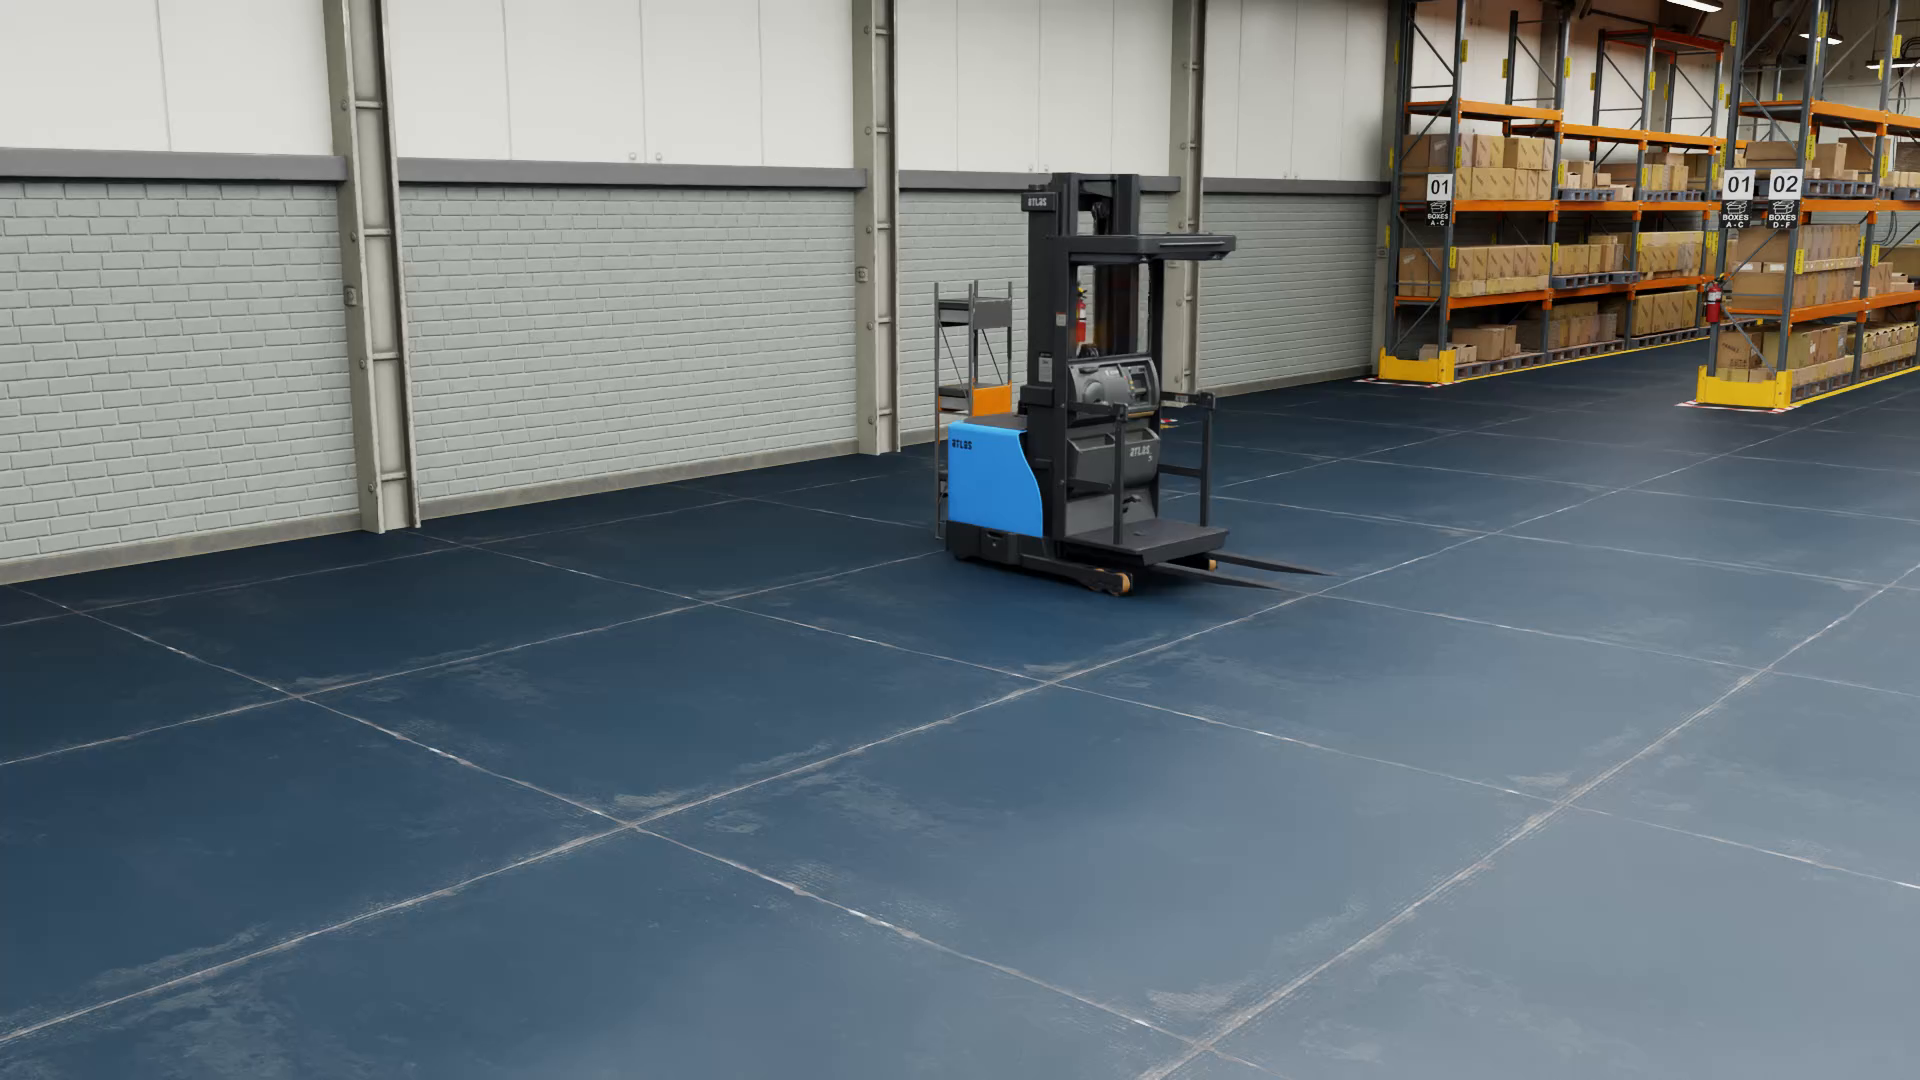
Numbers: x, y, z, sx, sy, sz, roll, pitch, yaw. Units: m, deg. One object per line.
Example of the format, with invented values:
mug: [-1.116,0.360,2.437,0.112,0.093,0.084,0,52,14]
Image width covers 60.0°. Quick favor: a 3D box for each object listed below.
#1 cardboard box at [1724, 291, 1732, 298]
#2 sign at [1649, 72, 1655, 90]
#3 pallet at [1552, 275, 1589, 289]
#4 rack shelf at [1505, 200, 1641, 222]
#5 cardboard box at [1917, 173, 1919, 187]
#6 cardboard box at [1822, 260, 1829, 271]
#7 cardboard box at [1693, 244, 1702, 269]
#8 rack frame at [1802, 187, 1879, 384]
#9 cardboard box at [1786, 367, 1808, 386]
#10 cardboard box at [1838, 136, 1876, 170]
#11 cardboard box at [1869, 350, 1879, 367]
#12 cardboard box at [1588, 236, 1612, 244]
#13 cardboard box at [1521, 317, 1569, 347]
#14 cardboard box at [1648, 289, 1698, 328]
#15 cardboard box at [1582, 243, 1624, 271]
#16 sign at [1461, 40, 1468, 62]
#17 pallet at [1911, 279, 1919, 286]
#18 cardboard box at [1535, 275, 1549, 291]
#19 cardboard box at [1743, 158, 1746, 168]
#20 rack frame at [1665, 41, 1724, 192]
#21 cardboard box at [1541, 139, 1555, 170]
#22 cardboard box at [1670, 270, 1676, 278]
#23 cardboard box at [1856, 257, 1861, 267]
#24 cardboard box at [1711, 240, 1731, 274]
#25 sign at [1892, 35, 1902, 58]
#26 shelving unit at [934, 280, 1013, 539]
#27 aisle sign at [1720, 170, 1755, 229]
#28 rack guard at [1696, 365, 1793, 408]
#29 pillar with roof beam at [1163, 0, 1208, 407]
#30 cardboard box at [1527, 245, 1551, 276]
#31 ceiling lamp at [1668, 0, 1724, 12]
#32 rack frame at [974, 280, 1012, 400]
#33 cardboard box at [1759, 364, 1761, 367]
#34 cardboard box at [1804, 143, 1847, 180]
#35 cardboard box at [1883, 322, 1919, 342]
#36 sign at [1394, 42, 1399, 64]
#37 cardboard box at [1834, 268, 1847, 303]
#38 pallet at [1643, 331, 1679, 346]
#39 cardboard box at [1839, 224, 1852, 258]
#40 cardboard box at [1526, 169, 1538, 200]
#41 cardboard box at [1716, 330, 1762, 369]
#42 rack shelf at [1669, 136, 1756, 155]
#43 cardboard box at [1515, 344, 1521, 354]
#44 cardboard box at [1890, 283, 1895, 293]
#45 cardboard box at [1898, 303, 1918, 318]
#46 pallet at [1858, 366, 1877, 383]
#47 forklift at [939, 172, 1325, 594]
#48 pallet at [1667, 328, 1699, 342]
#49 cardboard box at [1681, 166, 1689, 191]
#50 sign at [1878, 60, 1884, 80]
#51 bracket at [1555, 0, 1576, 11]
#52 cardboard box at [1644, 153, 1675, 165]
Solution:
cardboard box: [17.258,-5.464,37.064,0.380,0.149,0.250,10,15,42]
sign: [12.894,-8.555,30.981,0.100,0.325,0.005,10,15,40]
pallet: [10.453,-4.596,29.553,1.003,0.211,1.213,10,15,40]
rack shelf: [11.160,-6.009,30.316,1.077,0.370,4.000,10,15,40]
cardboard box: [15.946,-6.074,28.117,0.500,0.250,0.500,8,14,36]
cardboard box: [12.359,-3.991,24.123,0.380,0.149,0.250,10,15,41]
cardboard box: [15.005,-5.878,34.414,0.500,0.500,0.500,9,15,39]
rack frame: [13.563,-3.956,25.862,1.000,3.000,0.127,10,15,40]
cardboard box: [11.771,-2.350,23.765,0.500,0.250,0.500,10,15,40]
cardboard box: [14.000,-6.013,25.897,0.500,0.500,0.500,10,15,41]
cardboard box: [14.354,-2.916,26.602,0.500,0.250,0.500,10,15,42]
cardboard box: [12.074,-5.664,31.376,0.380,0.149,0.250,7,13,31]
cardboard box: [10.616,-3.779,30.233,0.700,0.500,0.500,9,15,39]
cardboard box: [14.789,-4.813,34.565,0.750,0.750,0.750,10,15,41]
cardboard box: [12.177,-5.379,31.607,0.700,0.500,0.500,8,14,34]
sign: [7.607,-7.376,25.081,0.100,0.325,0.005,10,15,40]
pallet: [17.484,-4.738,30.263,1.003,0.211,1.213,10,15,40]
cardboard box: [9.755,-4.424,28.533,0.500,0.250,0.500,10,15,40]
cardboard box: [16.806,-8.089,36.034,0.500,0.500,0.500,9,14,38]
rack frame: [15.120,-8.715,34.371,1.000,3.000,0.127,10,15,40]
cardboard box: [9.713,-6.508,28.118,0.500,0.500,0.500,8,14,36]
cardboard box: [14.238,-5.392,33.641,0.380,0.149,0.250,9,15,39]
cardboard box: [13.545,-4.256,25.449,0.380,0.149,0.250,10,15,40]
cardboard box: [15.977,-6.105,35.852,0.980,0.700,0.700,9,15,39]
sign: [13.964,-7.359,24.790,0.100,0.325,0.005,10,15,40]
shelving unit: [0.109,-1.054,13.627,0.431,2.100,0.503,10,15,40]
aisle sign: [10.659,-4.671,22.802,0.394,0.787,0.004,10,15,40]
rack guard: [10.907,-2.139,23.142,1.175,0.500,0.348,10,15,40]
pillar with roof beam: [6.285,-5.725,19.401,9.100,9.000,0.400,10,15,40]
cardboard box: [9.760,-4.791,28.456,0.500,0.500,0.500,10,15,40]
ceiling lamp: [11.859,-10.018,25.991,0.800,3.185,2.000,10,15,40]
rack frame: [0.270,-1.090,13.807,0.400,2.100,0.015,10,15,40]
cardboard box: [11.376,-2.418,24.106,0.500,0.250,0.500,10,15,40]
cardboard box: [12.224,-5.372,23.603,0.500,0.500,0.500,10,15,40]
cardboard box: [16.043,-3.569,28.436,0.500,0.311,0.500,10,15,42]
sign: [6.796,-7.560,25.799,0.100,0.325,0.005,10,15,40]
cardboard box: [12.932,-3.861,25.128,0.700,0.500,0.500,10,15,40]
pallet: [13.863,-4.102,33.712,1.003,0.211,1.213,10,15,40]
cardboard box: [12.942,-4.501,25.021,0.700,0.500,0.500,10,15,40]
cardboard box: [9.349,-5.947,27.864,0.500,0.500,0.500,8,14,36]
cardboard box: [11.053,-2.711,23.658,0.500,0.500,0.500,10,15,40]
rack shelf: [16.441,-8.461,35.954,1.077,0.370,4.000,10,15,40]
cardboard box: [9.509,-3.340,28.887,0.380,0.166,0.250,7,14,33]
cardboard box: [15.404,-4.227,27.857,0.250,0.149,0.380,-11,16,-43]
cardboard box: [17.351,-4.230,30.578,0.500,0.250,0.500,9,15,39]
pallet: [14.020,-2.703,26.703,1.003,0.211,1.213,10,15,40]
forklift: [1.227,-1.167,12.069,1.130,2.935,3.031,-11,16,-43]
pallet: [14.668,-4.283,34.615,1.003,0.211,1.213,10,15,40]
cardboard box: [14.457,-7.394,34.035,0.700,0.500,0.500,9,14,37]
sign: [15.790,-8.052,28.465,0.100,0.325,0.005,10,15,40]
bracket: [10.965,-9.706,30.139,0.235,0.232,0.430,10,15,40]
cardboard box: [14.088,-7.681,33.559,0.500,0.250,0.500,9,15,39]
